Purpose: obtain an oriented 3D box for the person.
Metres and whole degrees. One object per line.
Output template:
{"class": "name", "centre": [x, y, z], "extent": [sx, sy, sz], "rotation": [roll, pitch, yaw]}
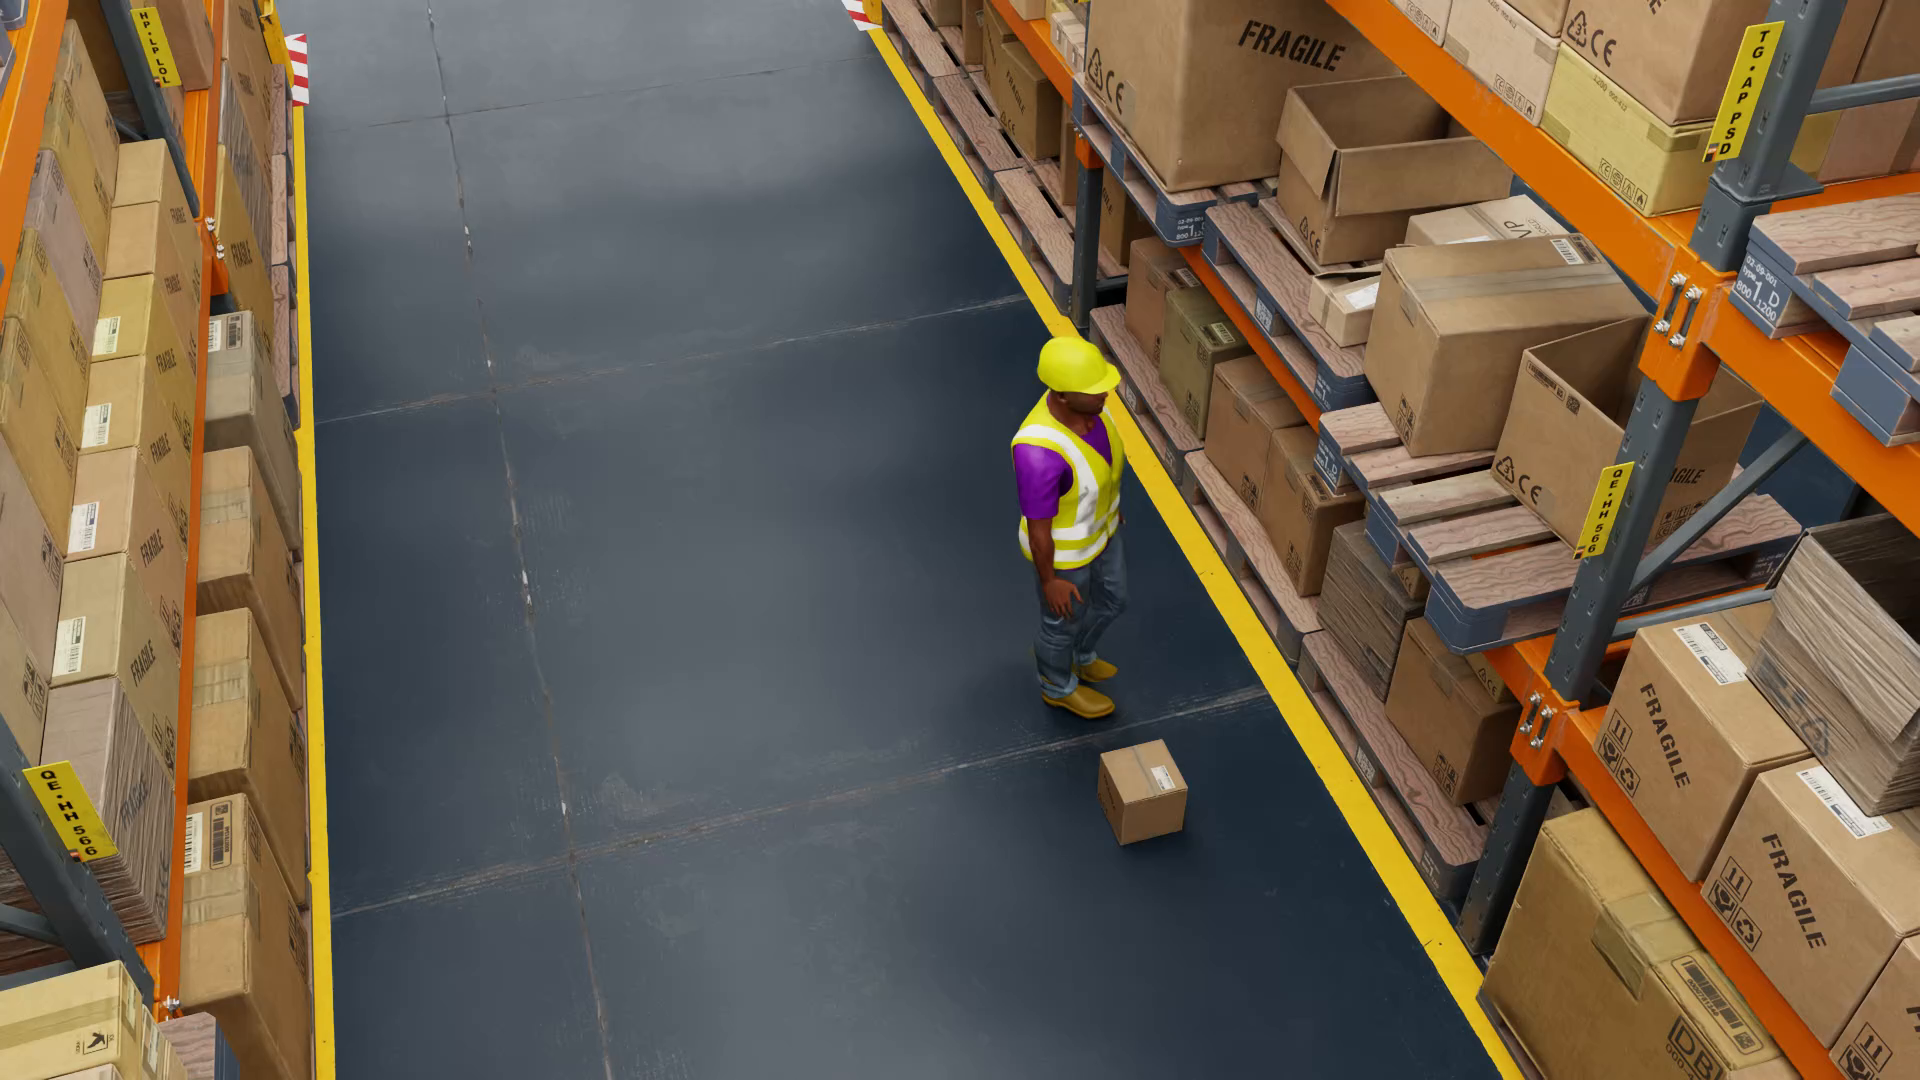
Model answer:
{"class": "person", "centre": [0.431, 0.009, 6.153], "extent": [0.414, 1.809, 0.590], "rotation": [19, 45, 20]}
